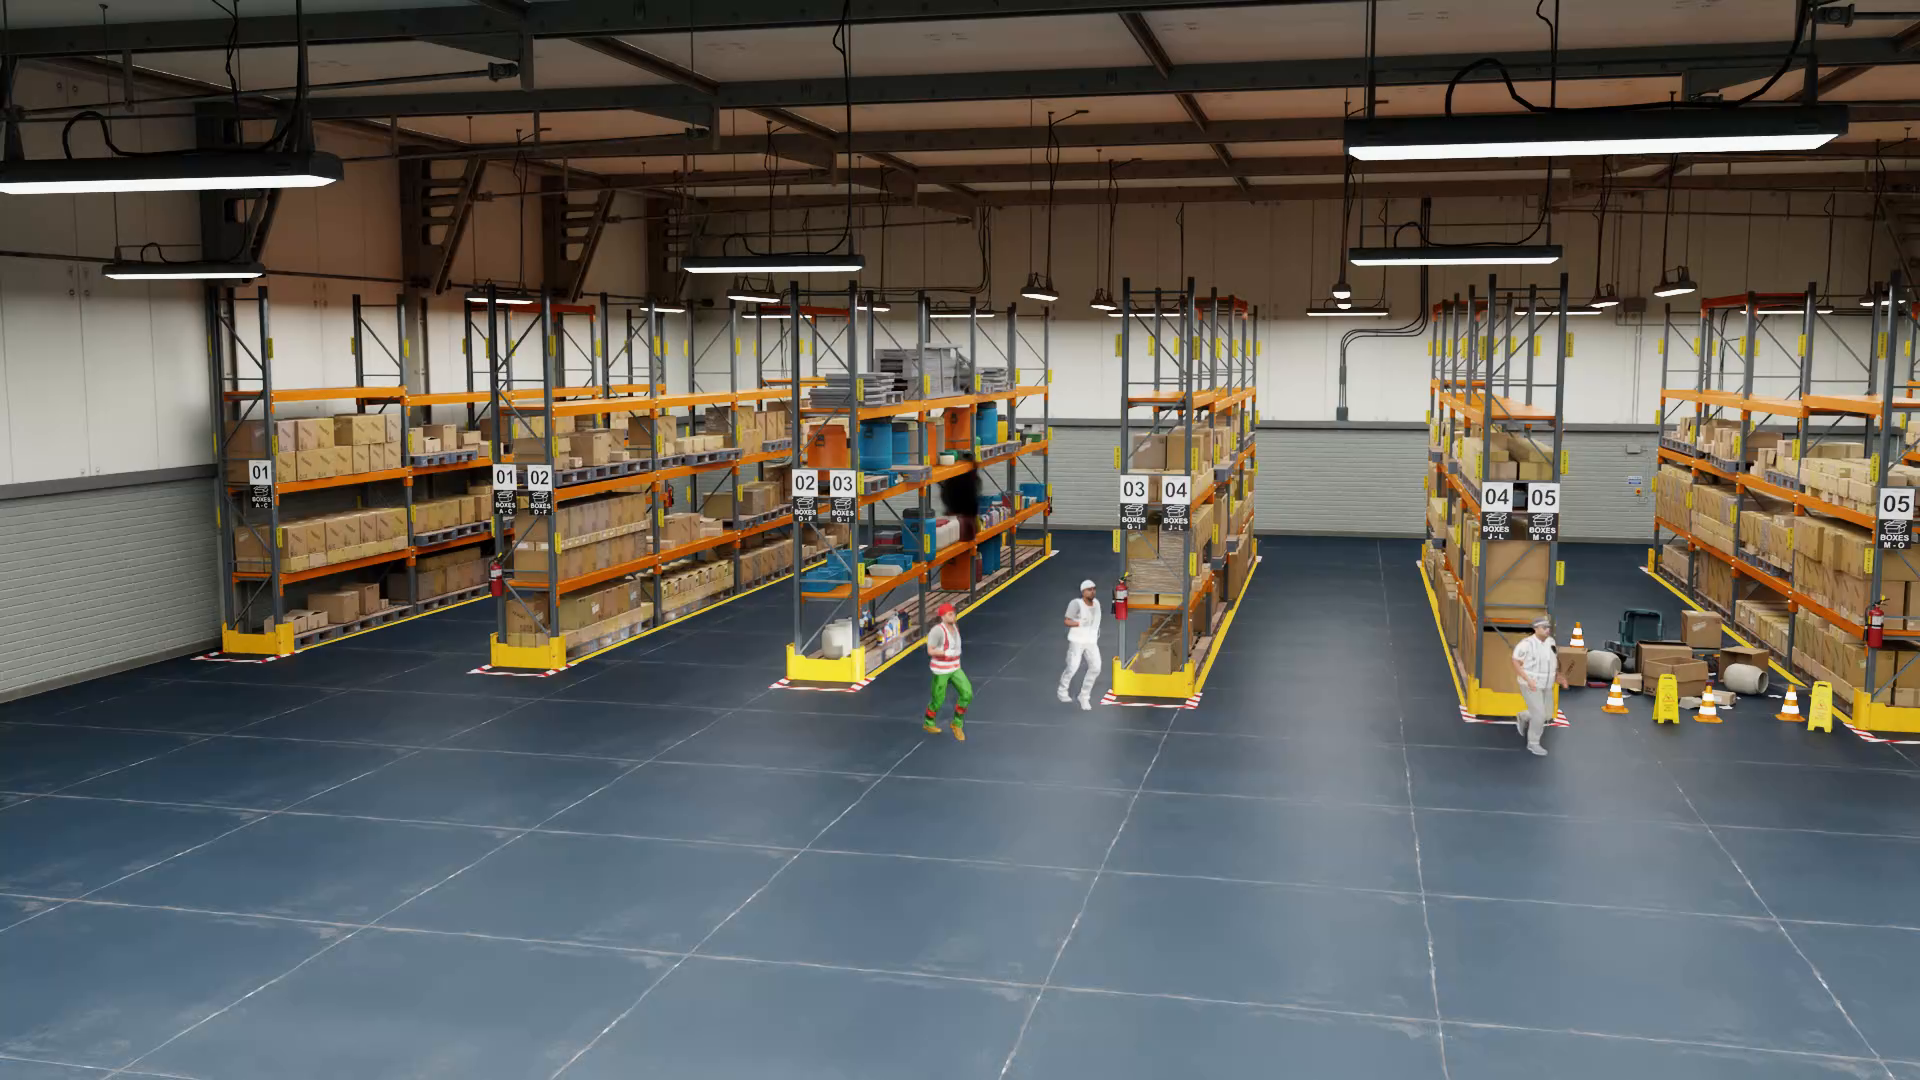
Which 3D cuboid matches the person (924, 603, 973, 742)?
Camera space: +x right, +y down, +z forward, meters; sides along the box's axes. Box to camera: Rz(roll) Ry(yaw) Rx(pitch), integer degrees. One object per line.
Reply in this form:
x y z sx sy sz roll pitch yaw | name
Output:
-0.200 1.691 21.259 0.635 1.802 0.782 -6 9 -42 | person

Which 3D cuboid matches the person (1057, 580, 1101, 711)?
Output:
1.743 1.467 23.263 0.677 1.832 0.744 -3 7 -28 | person

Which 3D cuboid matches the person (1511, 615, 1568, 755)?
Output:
7.149 1.779 20.765 0.646 1.732 0.646 -3 7 -25 | person
